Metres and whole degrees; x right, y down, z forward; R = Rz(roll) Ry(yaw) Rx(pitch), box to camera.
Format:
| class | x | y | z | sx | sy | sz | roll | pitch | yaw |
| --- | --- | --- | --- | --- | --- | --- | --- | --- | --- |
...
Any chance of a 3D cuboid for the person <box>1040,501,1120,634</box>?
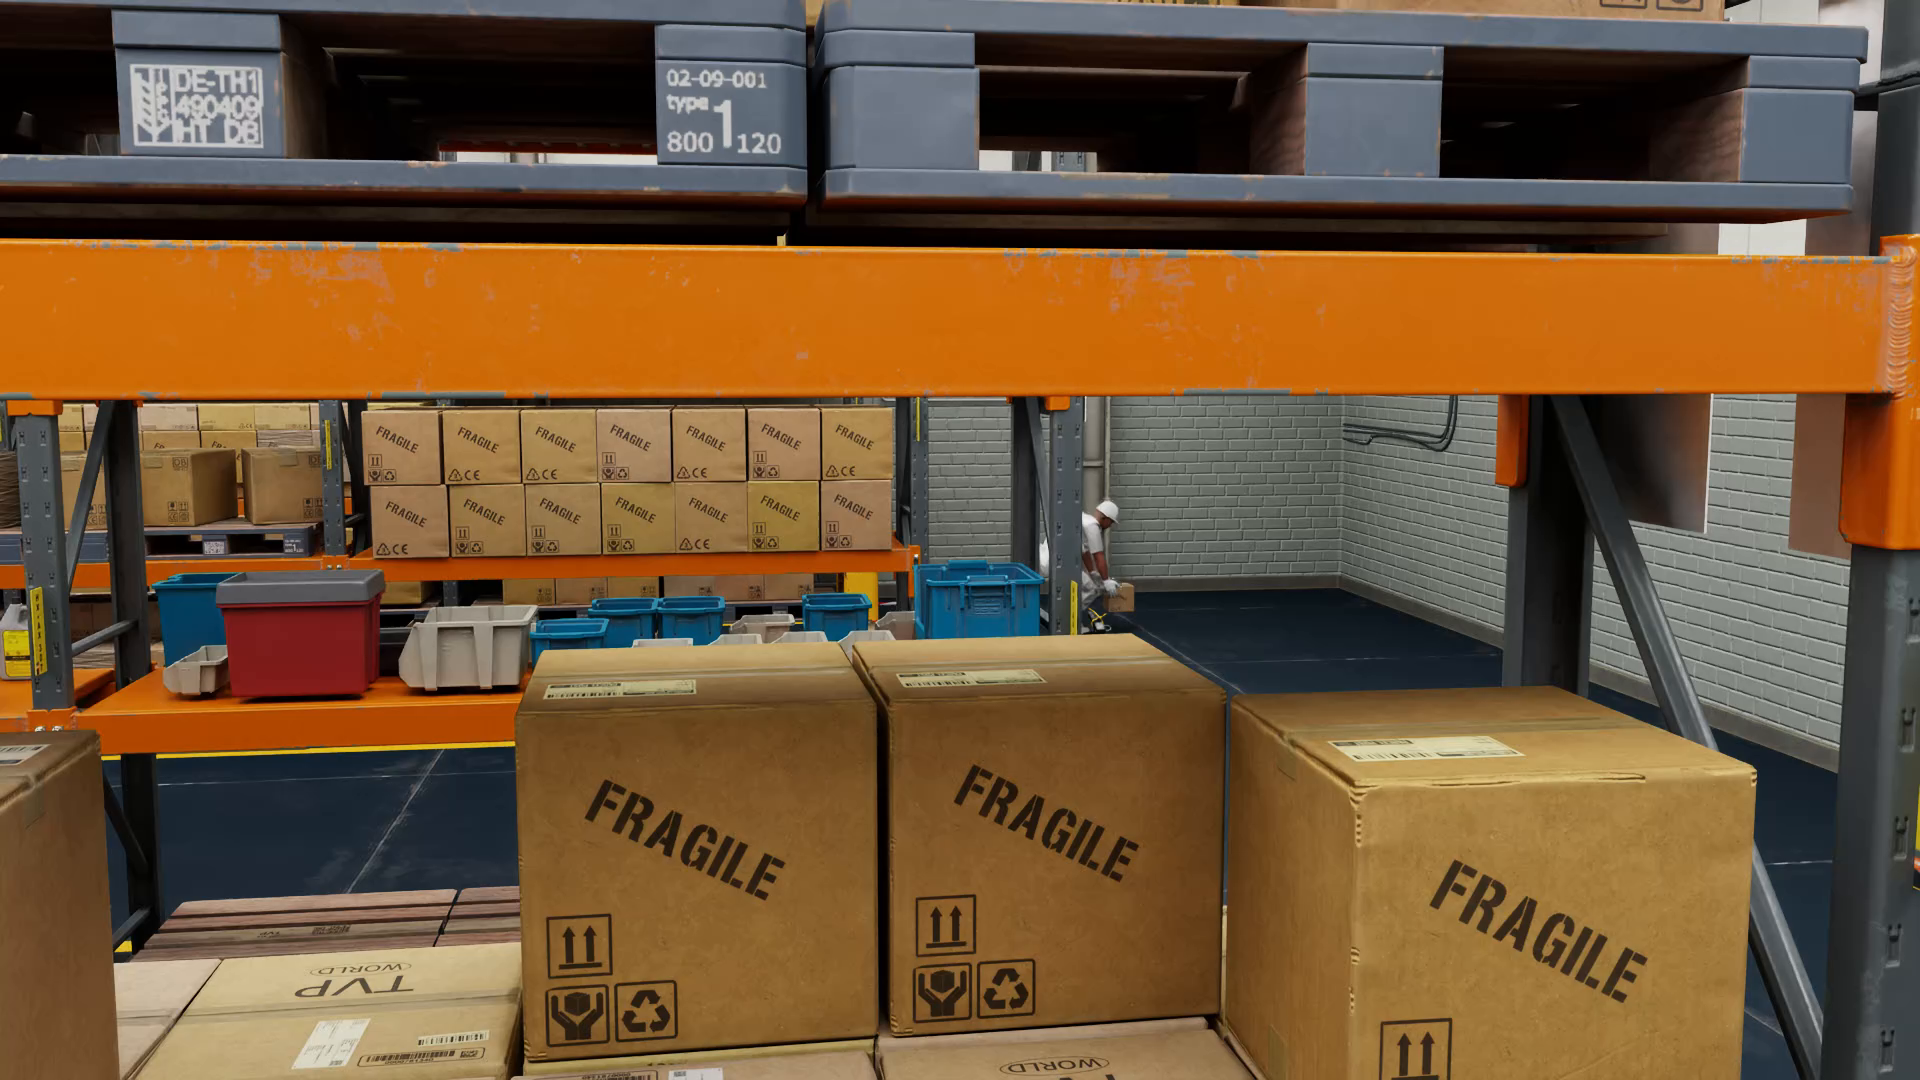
| class | x | y | z | sx | sy | sz | roll | pitch | yaw |
| --- | --- | --- | --- | --- | --- | --- | --- | --- | --- |
| person | 1.136 | 0.258 | 16.160 | 0.833 | 1.264 | 0.607 | -1 | 6 | -9 |
